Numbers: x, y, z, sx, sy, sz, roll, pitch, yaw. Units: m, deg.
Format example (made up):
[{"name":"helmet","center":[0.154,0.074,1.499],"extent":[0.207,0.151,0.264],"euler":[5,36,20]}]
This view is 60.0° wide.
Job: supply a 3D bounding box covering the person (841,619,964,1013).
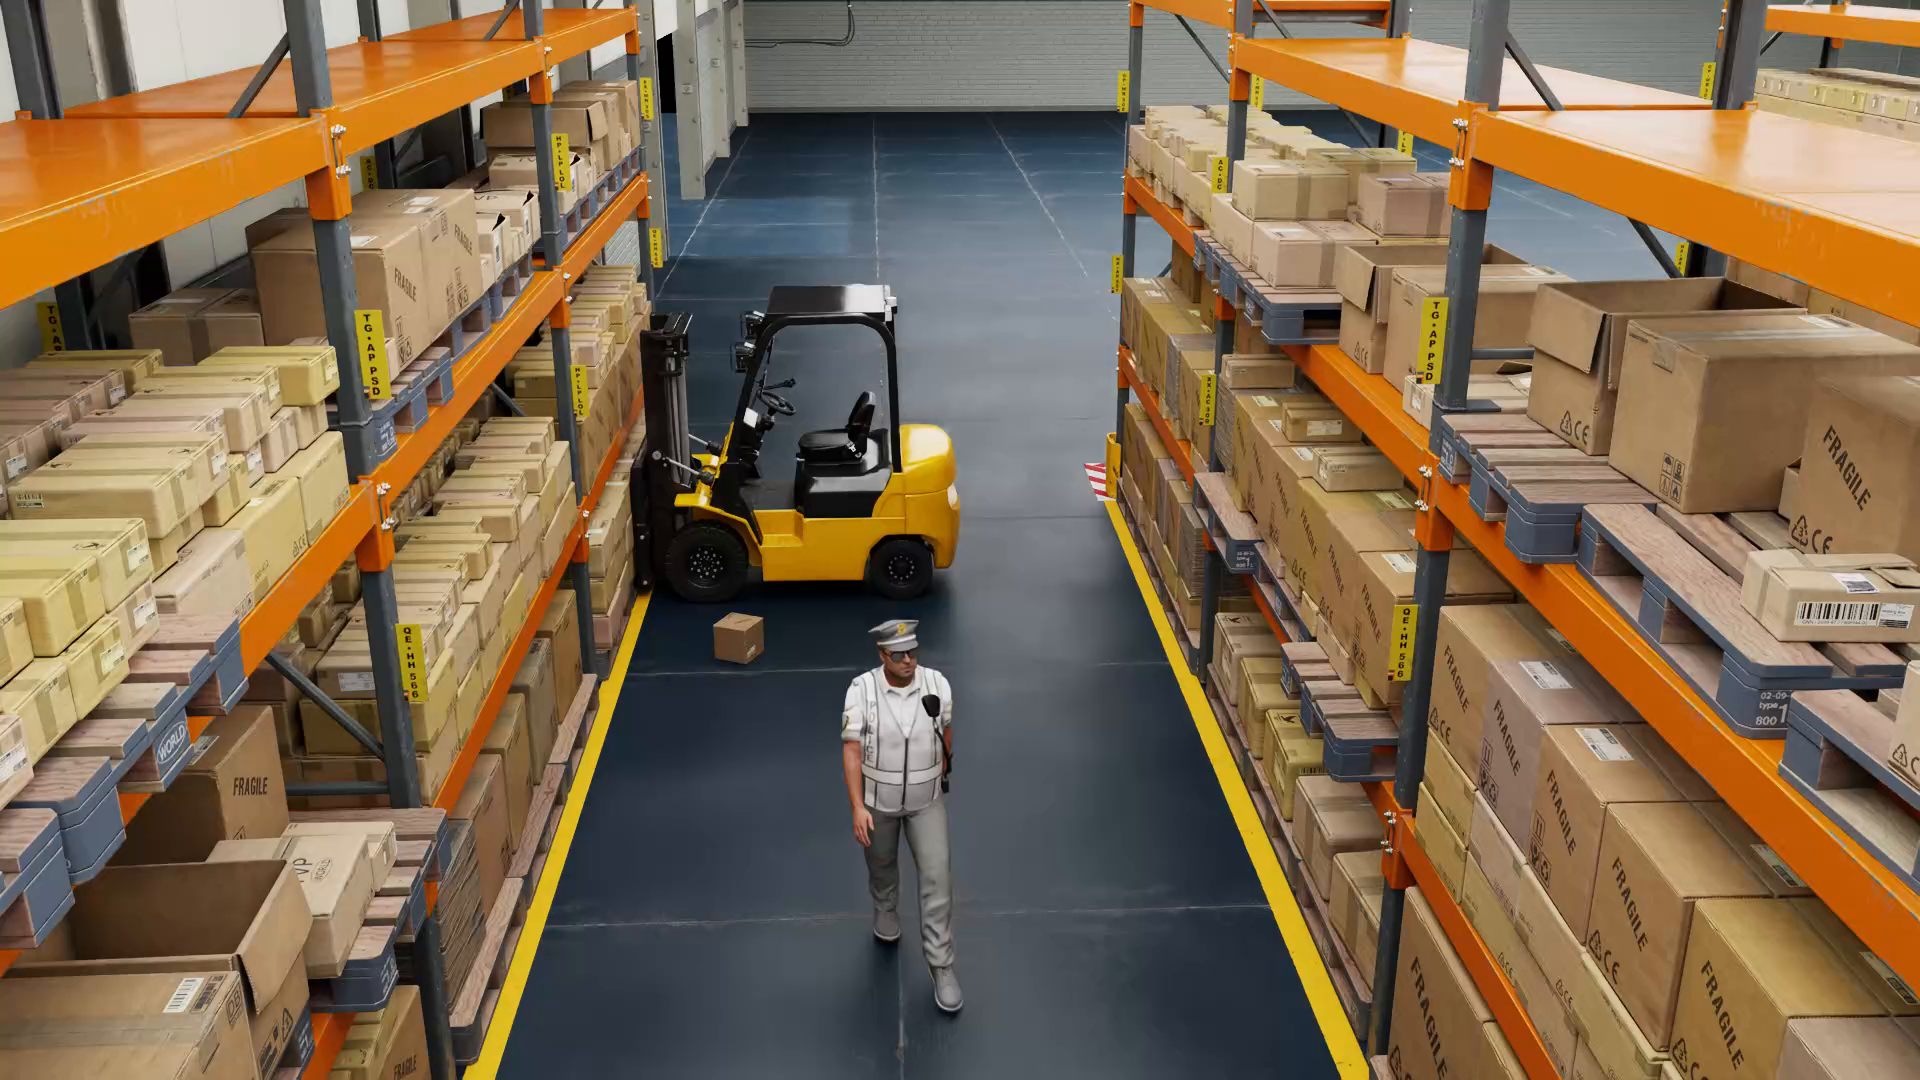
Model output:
[{"name":"person","center":[-0.270,1.210,7.719],"extent":[0.534,1.737,0.913],"euler":[-3,20,-8]}]
